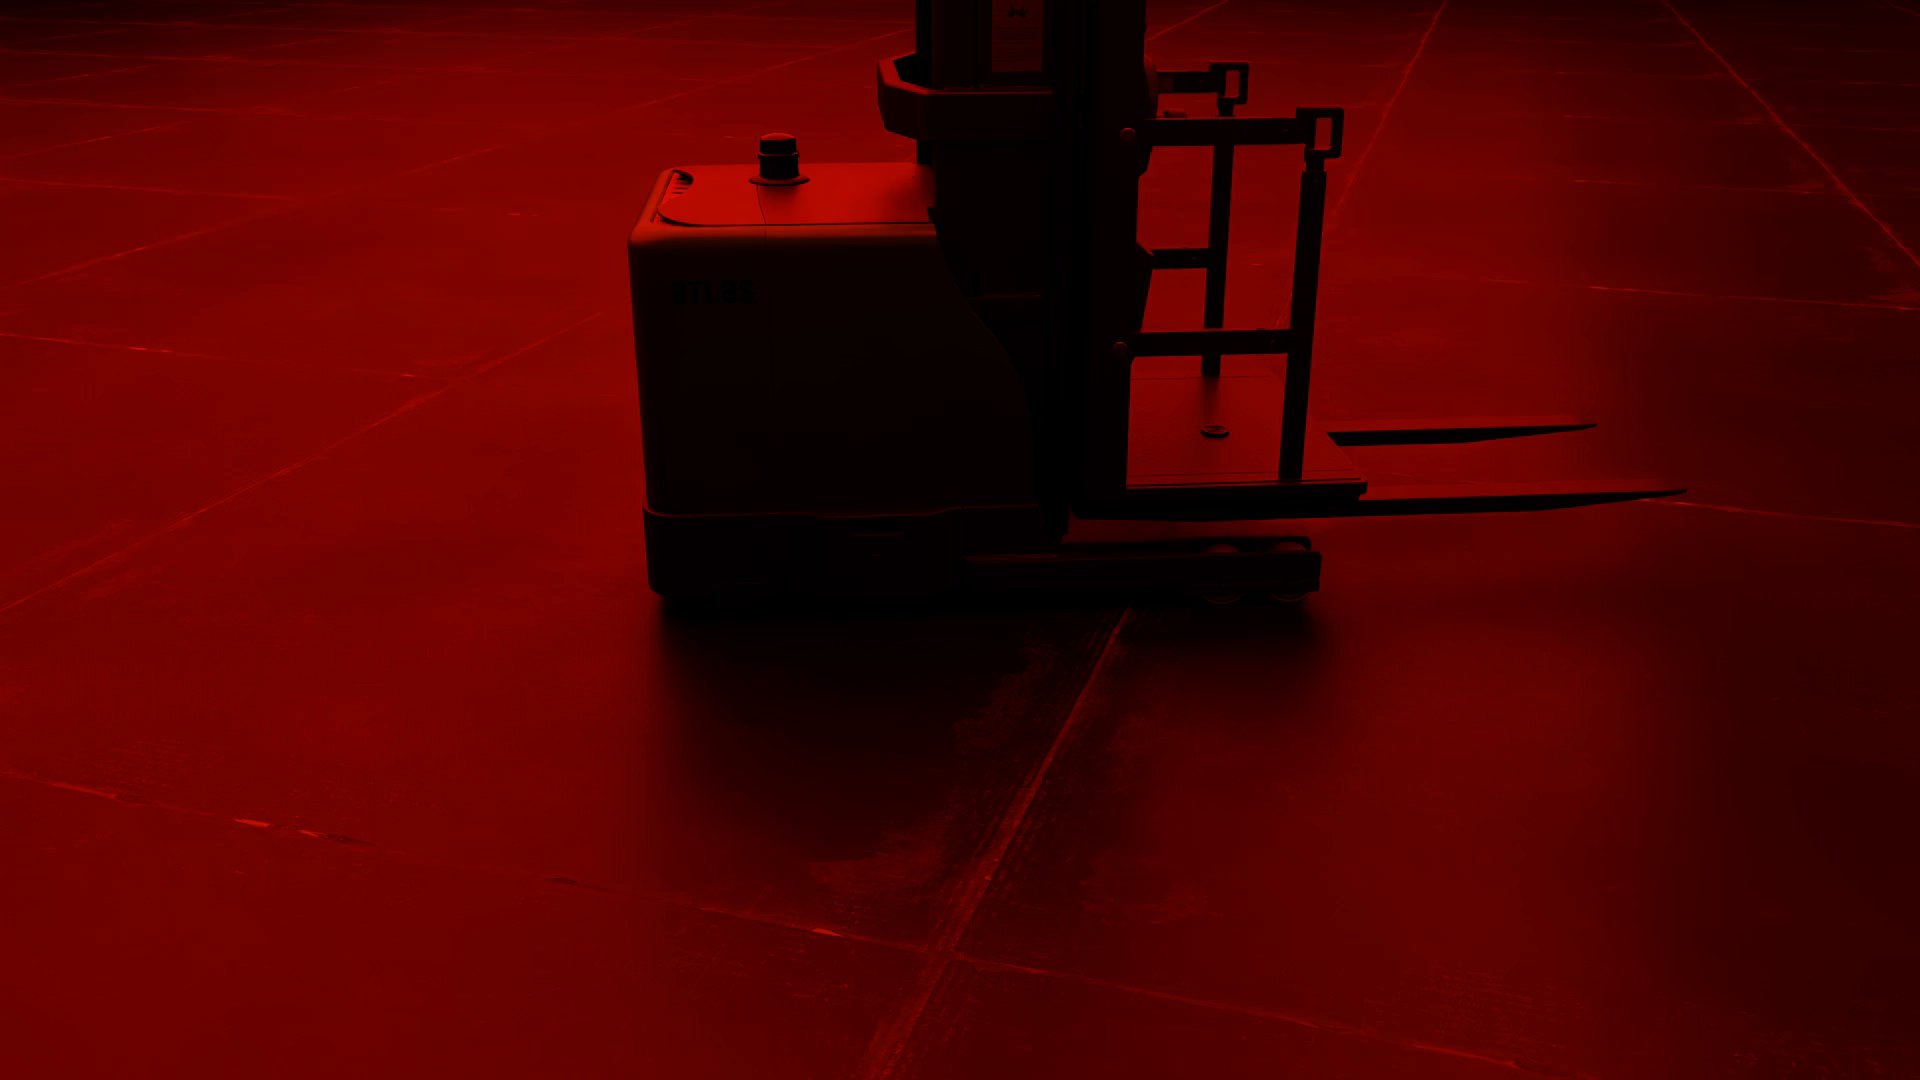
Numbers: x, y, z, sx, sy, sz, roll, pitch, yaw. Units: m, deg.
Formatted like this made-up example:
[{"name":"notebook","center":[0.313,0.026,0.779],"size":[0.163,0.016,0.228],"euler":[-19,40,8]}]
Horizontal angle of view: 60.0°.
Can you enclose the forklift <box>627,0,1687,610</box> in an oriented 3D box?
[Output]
[{"name":"forklift","center":[0.606,-1.374,4.608],"size":[3.031,2.935,1.130],"euler":[-2,23,-4]}]
